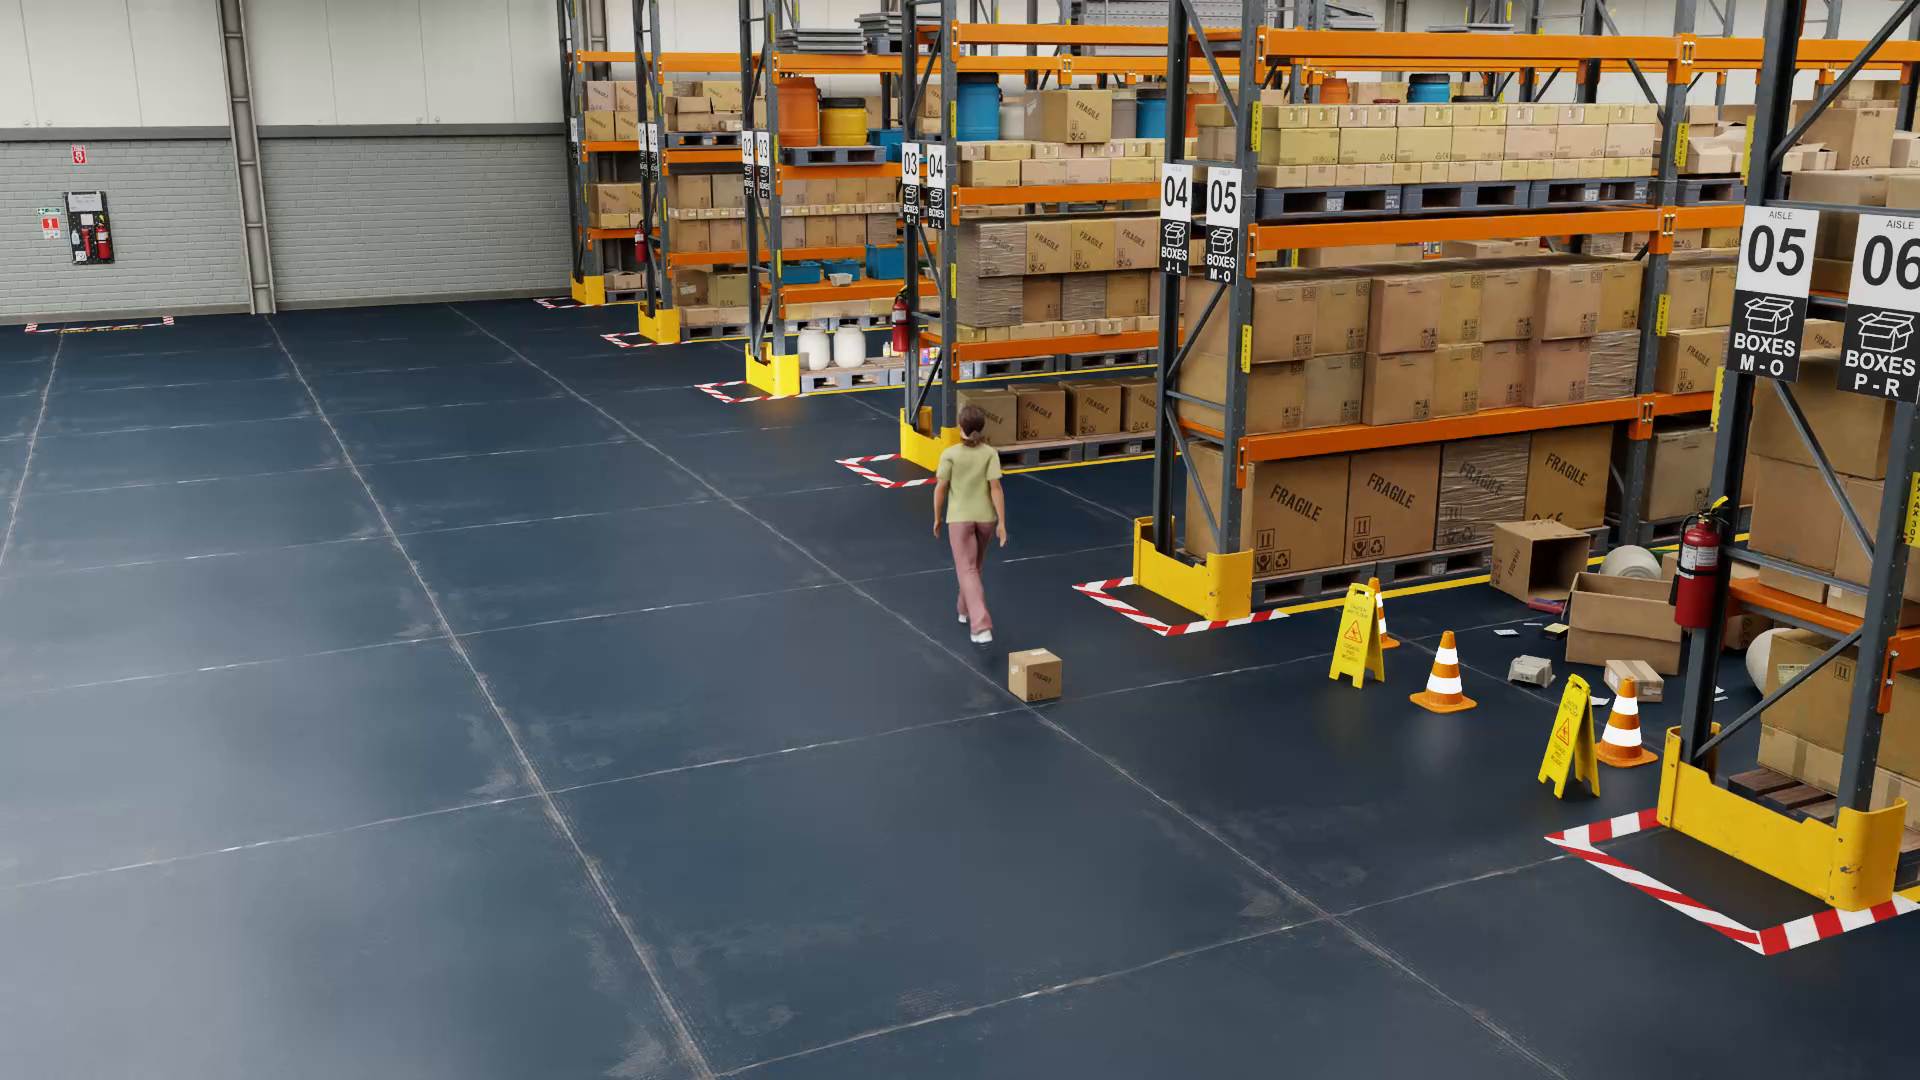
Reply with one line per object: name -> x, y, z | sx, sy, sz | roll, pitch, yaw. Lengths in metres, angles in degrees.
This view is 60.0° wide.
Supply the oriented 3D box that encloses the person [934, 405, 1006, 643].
person -> 0.059, -0.120, 11.507 | 0.464, 1.615, 1.053 | -4, 16, -15
